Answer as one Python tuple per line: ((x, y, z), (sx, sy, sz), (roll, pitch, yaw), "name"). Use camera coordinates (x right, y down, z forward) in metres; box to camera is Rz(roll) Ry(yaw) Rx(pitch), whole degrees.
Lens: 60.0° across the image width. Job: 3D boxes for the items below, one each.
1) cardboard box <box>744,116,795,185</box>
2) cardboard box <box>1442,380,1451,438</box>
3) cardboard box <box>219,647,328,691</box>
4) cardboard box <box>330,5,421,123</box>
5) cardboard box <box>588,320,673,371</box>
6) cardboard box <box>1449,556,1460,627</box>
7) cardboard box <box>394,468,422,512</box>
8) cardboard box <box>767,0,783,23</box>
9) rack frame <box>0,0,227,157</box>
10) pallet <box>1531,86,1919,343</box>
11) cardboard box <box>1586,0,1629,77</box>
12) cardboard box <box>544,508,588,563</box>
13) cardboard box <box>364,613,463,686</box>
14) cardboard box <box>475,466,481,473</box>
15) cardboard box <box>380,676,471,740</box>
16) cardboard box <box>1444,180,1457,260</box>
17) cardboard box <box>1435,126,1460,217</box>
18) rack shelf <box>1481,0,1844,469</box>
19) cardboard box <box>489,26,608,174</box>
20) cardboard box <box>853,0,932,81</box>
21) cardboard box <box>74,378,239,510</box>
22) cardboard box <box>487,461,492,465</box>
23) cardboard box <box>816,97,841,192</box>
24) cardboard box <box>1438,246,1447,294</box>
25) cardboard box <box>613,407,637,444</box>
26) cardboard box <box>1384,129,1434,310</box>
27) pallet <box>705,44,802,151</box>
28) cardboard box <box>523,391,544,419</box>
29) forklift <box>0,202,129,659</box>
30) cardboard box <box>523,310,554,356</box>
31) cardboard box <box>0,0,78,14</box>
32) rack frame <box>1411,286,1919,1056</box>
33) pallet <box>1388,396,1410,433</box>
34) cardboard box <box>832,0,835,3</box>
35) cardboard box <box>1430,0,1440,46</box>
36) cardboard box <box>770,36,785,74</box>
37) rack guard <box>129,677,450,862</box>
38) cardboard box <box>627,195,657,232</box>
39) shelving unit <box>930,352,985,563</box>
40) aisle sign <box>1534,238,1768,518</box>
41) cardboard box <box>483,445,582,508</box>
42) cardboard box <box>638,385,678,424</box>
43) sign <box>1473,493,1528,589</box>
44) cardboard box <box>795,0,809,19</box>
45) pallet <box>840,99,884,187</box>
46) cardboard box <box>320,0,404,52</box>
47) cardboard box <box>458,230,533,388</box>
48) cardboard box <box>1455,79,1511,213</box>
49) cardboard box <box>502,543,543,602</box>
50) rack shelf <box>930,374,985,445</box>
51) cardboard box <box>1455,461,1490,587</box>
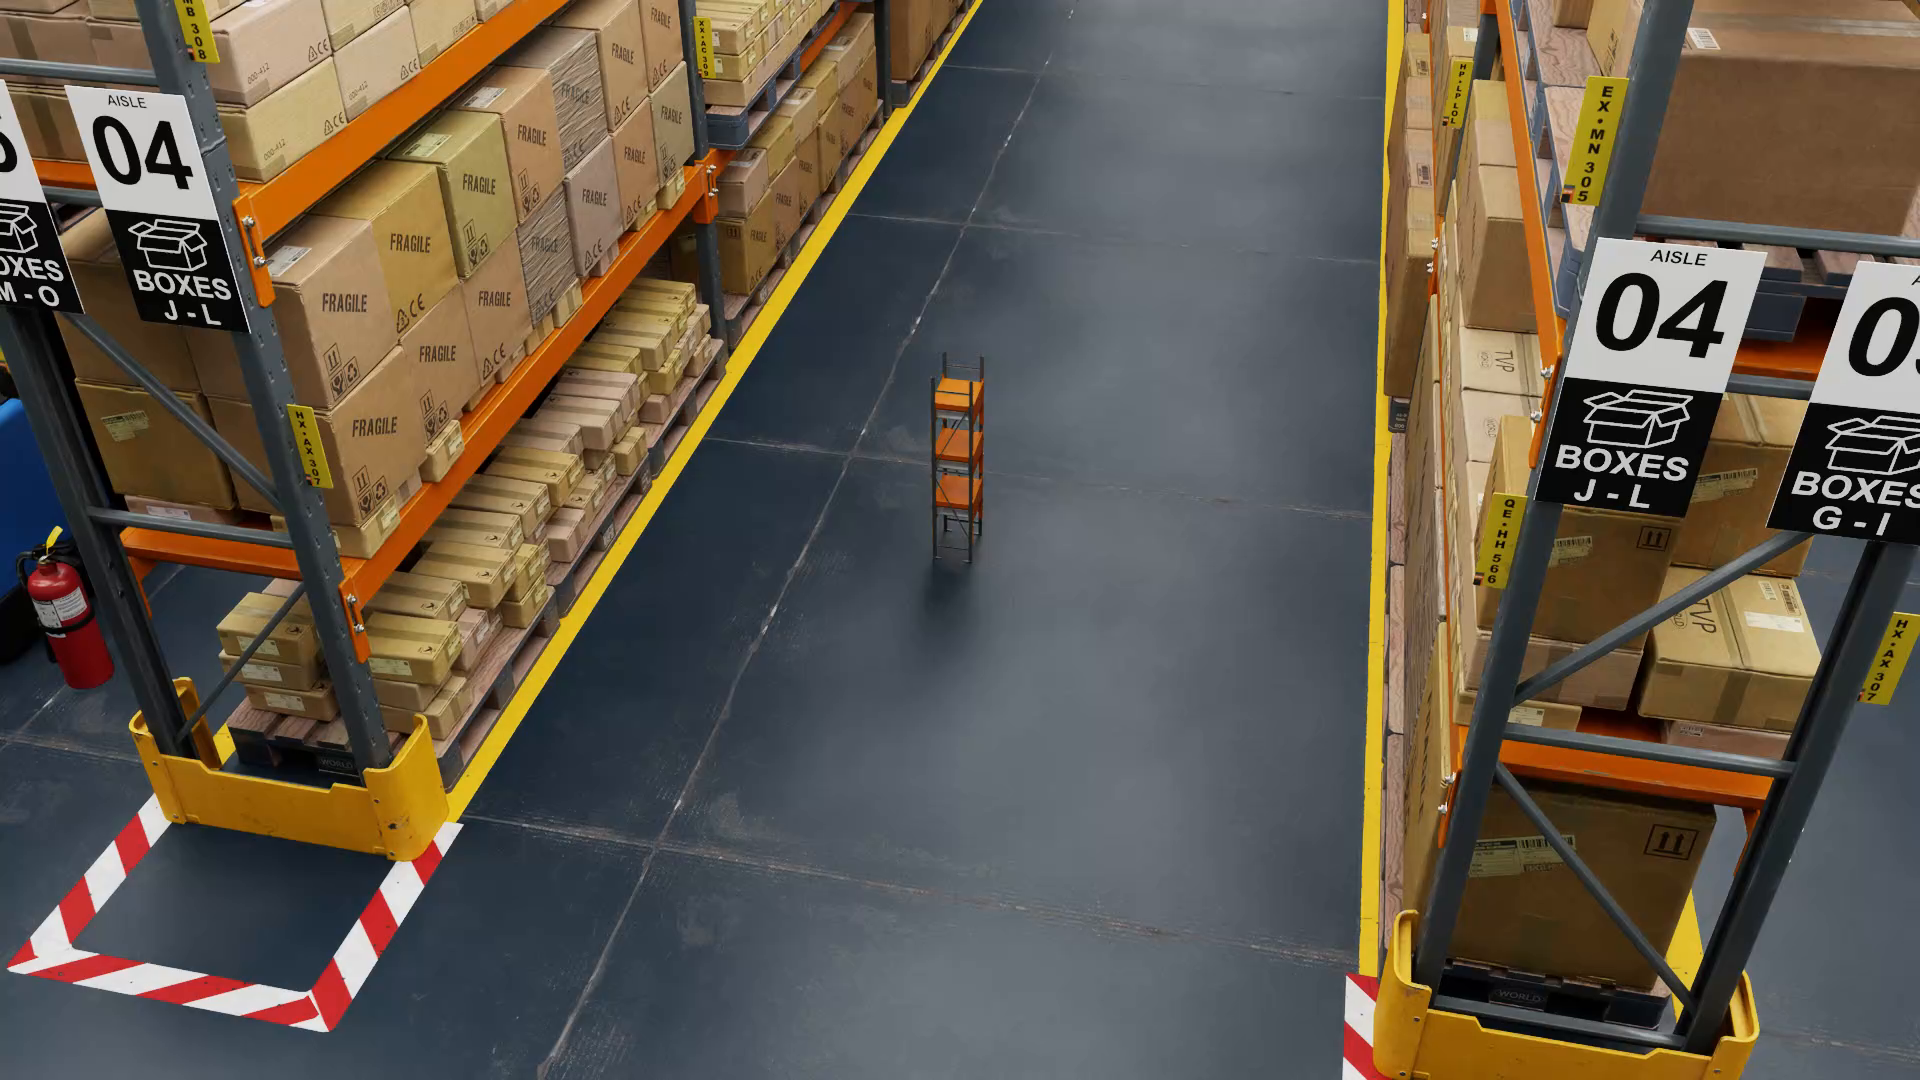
((-1.364, -2.485, 10.525), (0.500, 0.250, 0.500), (8, 37, 11), "cardboard box")
((2.213, -0.524, 6.901), (0.380, 0.149, 0.250), (6, 36, 9), "cardboard box")
((-2.912, 0.492, 7.104), (0.380, 0.149, 0.250), (6, 36, 9), "cardboard box")
((-2.284, -1.714, 5.901), (0.500, 0.250, 0.500), (8, 37, 11), "cardboard box")
((-1.775, -1.052, 8.980), (0.380, 0.149, 0.250), (7, 37, 10), "cardboard box")
((1.941, 0.209, 5.890), (0.380, 0.149, 0.250), (7, 37, 10), "cardboard box")
((-2.343, -0.228, 6.492), (0.380, 0.149, 0.250), (9, 37, 12), "cardboard box")
((-1.247, -3.112, 9.606), (0.380, 0.149, 0.250), (8, 37, 10), "cardboard box")
((-2.746, -2.463, 4.250), (1.000, 3.000, 0.127), (7, 37, 10), "rack frame")
((2.226, -0.959, 4.807), (1.003, 0.211, 1.213), (7, 37, 10), "pallet")
((2.438, -1.734, 5.273), (0.700, 0.500, 0.500), (5, 36, 7), "cardboard box")
((-2.038, -0.036, 8.085), (0.380, 0.149, 0.250), (6, 36, 8), "cardboard box")
((-2.302, 0.452, 6.905), (0.380, 0.149, 0.250), (6, 36, 8), "cardboard box")
((-2.555, -0.366, 8.033), (0.380, 0.149, 0.250), (6, 36, 8), "cardboard box")
((-2.321, 0.690, 7.083), (0.380, 0.149, 0.250), (8, 37, 11), "cardboard box")
((2.576, -1.470, 7.867), (0.500, 0.250, 0.500), (7, 36, 9), "cardboard box")
((2.766, -1.990, 8.625), (0.500, 0.500, 0.500), (7, 37, 10), "cardboard box")
((2.505, -1.424, 5.986), (1.077, 0.370, 4.000), (7, 37, 10), "rack shelf")
((-1.956, -2.001, 7.534), (0.500, 0.500, 0.500), (8, 37, 11), "cardboard box")
((-0.819, -4.217, 13.342), (1.050, 0.750, 0.750), (7, 36, 9), "cardboard box")
((-2.901, -0.485, 6.294), (0.500, 0.500, 0.500), (8, 37, 11), "cardboard box")
((-2.521, -0.425, 8.622), (0.380, 0.149, 0.250), (6, 36, 9), "cardboard box")
((-1.134, -2.766, 11.552), (0.500, 0.500, 0.500), (6, 36, 8), "cardboard box")
((2.488, -1.267, 7.926), (0.380, 0.149, 0.250), (6, 36, 8), "cardboard box")
((-1.919, -0.650, 8.679), (0.380, 0.149, 0.250), (8, 37, 11), "cardboard box")
((3.240, -1.839, 9.954), (1.225, 0.875, 0.875), (6, 36, 8), "cardboard box")
((-1.586, -2.669, 9.810), (1.003, 0.211, 1.213), (7, 37, 10), "pallet")
((-2.407, -0.686, 8.728), (0.380, 0.149, 0.250), (9, 37, 12), "cardboard box")
((-4.607, -1.439, 8.008), (1.130, 2.935, 3.031), (8, 37, 11), "forklift")
((-2.073, -0.977, 7.527), (0.380, 0.149, 0.250), (9, 37, 12), "cardboard box")
((-2.962, -1.779, 5.224), (0.380, 0.149, 0.250), (7, 37, 10), "cardboard box")
((2.078, 0.646, 5.073), (1.000, 3.000, 0.127), (7, 37, 10), "rack frame")
((3.024, -0.970, 9.679), (1.003, 0.211, 1.213), (7, 37, 10), "pallet")
((-0.973, -3.613, 10.806), (0.380, 0.149, 0.250), (8, 37, 11), "cardboard box")
((3.309, -3.440, 10.626), (0.500, 0.500, 0.500), (6, 36, 9), "cardboard box")
((-1.247, -2.866, 9.775), (0.380, 0.149, 0.250), (8, 37, 10), "cardboard box")
((-2.730, 0.935, 6.804), (1.175, 0.500, 0.348), (7, 37, 10), "rack guard")
((-1.788, -1.725, 8.558), (0.380, 0.149, 0.250), (9, 37, 12), "cardboard box")
((-0.011, -0.394, 8.170), (0.215, 1.050, 0.252), (7, 37, 10), "shelving unit")
((1.770, -0.403, 4.305), (0.394, 0.787, 0.004), (7, 37, 10), "aisle sign")
((-2.040, -0.305, 7.950), (0.380, 0.149, 0.250), (8, 37, 11), "cardboard box")
((-1.773, -0.777, 9.108), (0.380, 0.149, 0.250), (6, 36, 8), "cardboard box")
((1.551, 0.005, 4.768), (0.100, 0.325, 0.005), (7, 37, 10), "sign")
((-1.140, -3.285, 10.099), (0.380, 0.149, 0.250), (9, 37, 12), "cardboard box")
((-1.206, -3.043, 12.539), (1.003, 0.211, 1.213), (7, 37, 10), "pallet")
((-2.288, -1.908, 5.743), (0.500, 0.250, 0.500), (7, 36, 9), "cardboard box")
((-2.174, -1.007, 7.014), (0.500, 0.500, 0.500), (8, 37, 11), "cardboard box")
((2.580, -1.768, 7.639), (0.500, 0.500, 0.500), (7, 37, 10), "cardboard box")
((-2.143, 0.127, 7.607), (0.380, 0.149, 0.250), (8, 37, 11), "cardboard box")
((-0.011, -0.616, 8.009), (0.215, 0.259, 0.240), (7, 37, 10), "rack shelf")
((2.031, -0.016, 5.860), (0.500, 0.250, 0.500), (7, 36, 9), "cardboard box")
